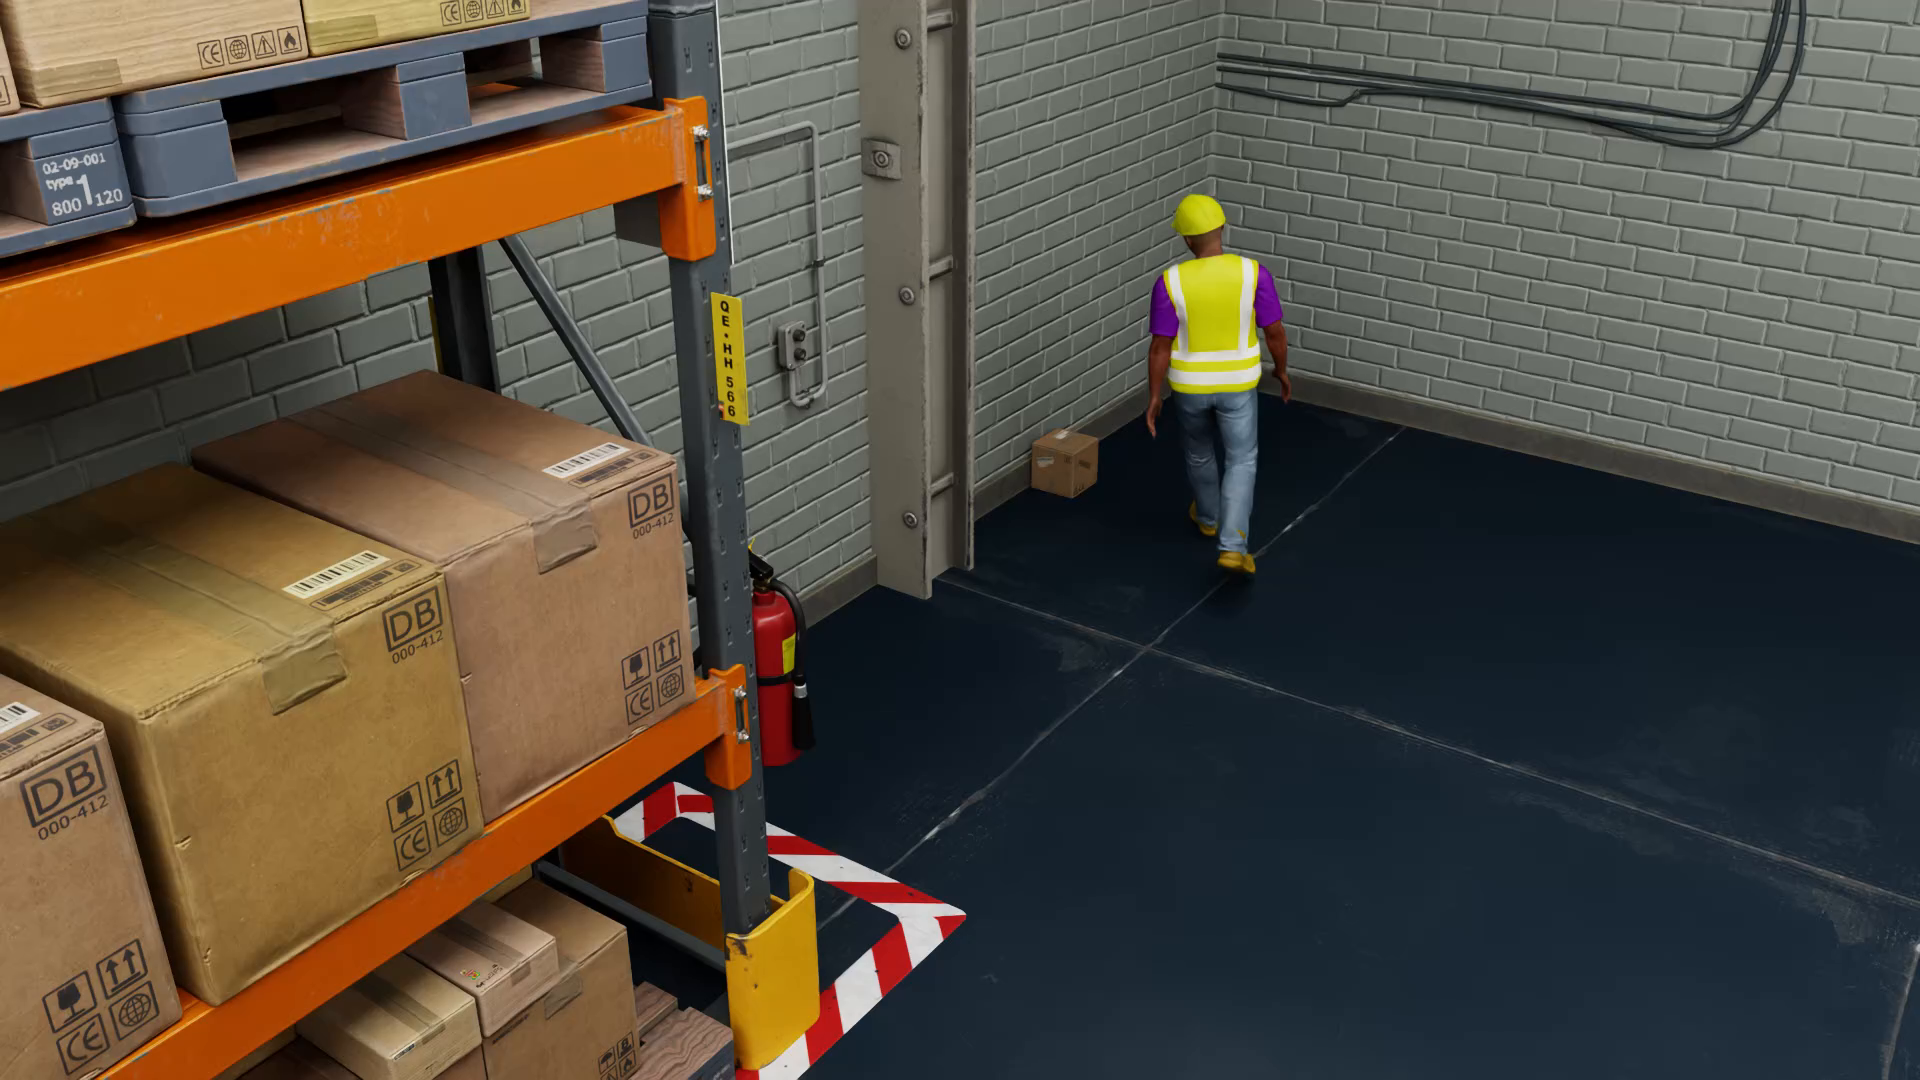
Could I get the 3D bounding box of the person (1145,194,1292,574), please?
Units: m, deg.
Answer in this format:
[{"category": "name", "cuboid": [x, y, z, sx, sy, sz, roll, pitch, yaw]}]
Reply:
[{"category": "person", "cuboid": [1.171, -0.705, 7.498, 0.655, 1.725, 0.949, 4, 27, 7]}]
